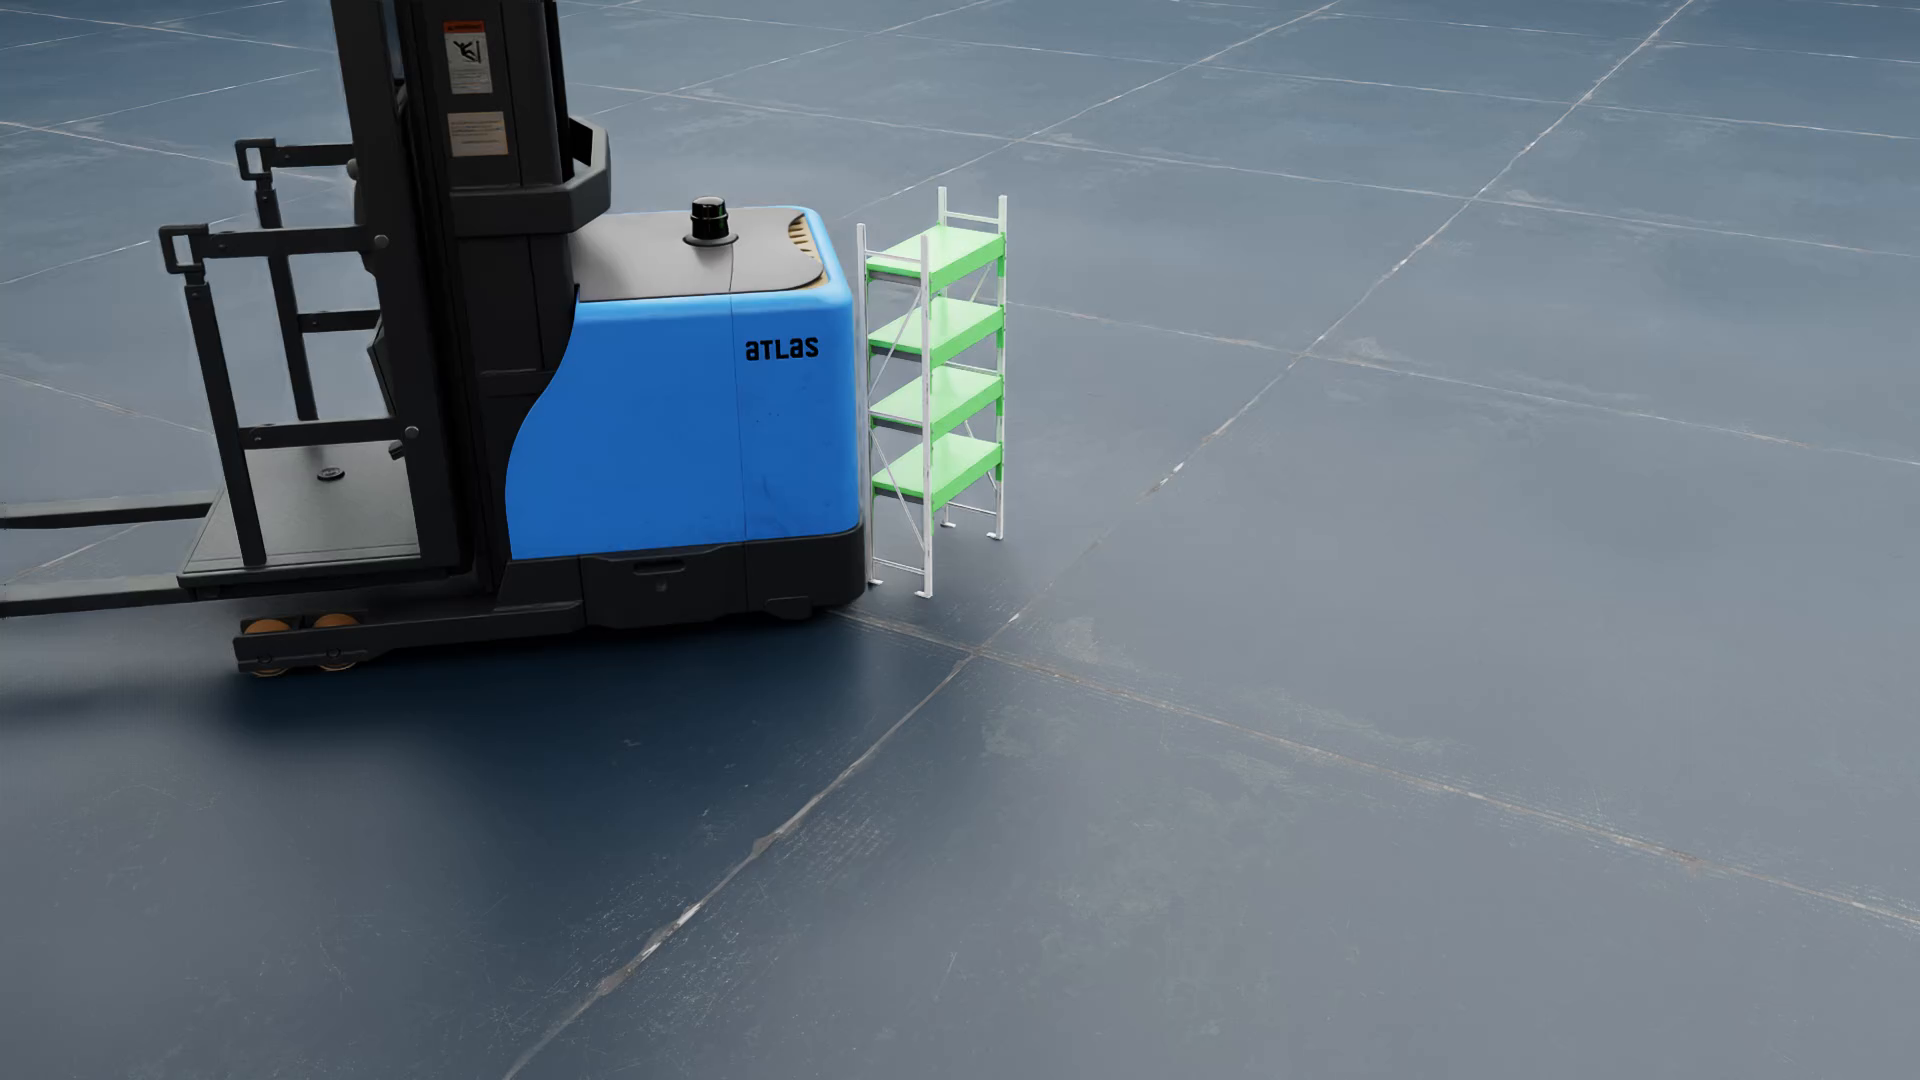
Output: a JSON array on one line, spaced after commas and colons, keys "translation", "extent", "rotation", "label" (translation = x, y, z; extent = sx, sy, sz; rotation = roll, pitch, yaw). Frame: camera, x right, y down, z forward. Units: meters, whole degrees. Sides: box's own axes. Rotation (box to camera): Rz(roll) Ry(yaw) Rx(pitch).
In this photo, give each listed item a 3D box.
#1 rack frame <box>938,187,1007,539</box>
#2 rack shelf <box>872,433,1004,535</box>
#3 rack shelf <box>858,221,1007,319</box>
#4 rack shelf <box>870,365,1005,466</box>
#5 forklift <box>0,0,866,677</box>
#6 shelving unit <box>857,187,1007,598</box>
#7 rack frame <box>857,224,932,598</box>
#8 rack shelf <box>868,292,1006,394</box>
[{"translation": [0.040, -0.568, 5.543], "extent": [0.240, 1.200, 0.015], "rotation": [14, 30, 26], "label": "rack frame"}, {"translation": [-0.079, -0.201, 5.489], "extent": [0.258, 0.148, 0.480], "rotation": [14, 30, 26], "label": "rack shelf"}, {"translation": [-0.080, -0.845, 5.167], "extent": [0.258, 0.148, 0.480], "rotation": [14, 30, 26], "label": "rack shelf"}, {"translation": [-0.079, -0.415, 5.382], "extent": [0.258, 0.148, 0.480], "rotation": [14, 30, 26], "label": "rack shelf"}, {"translation": [-1.867, -1.161, 4.795], "extent": [3.031, 2.935, 1.130], "rotation": [-5, 27, -9], "label": "forklift"}, {"translation": [-0.079, -0.472, 5.353], "extent": [0.258, 1.200, 0.503], "rotation": [14, 30, 26], "label": "shelving unit"}, {"translation": [-0.198, -0.377, 5.162], "extent": [0.240, 1.200, 0.015], "rotation": [14, 30, 26], "label": "rack frame"}, {"translation": [-0.079, -0.630, 5.274], "extent": [0.258, 0.148, 0.480], "rotation": [14, 30, 26], "label": "rack shelf"}]
